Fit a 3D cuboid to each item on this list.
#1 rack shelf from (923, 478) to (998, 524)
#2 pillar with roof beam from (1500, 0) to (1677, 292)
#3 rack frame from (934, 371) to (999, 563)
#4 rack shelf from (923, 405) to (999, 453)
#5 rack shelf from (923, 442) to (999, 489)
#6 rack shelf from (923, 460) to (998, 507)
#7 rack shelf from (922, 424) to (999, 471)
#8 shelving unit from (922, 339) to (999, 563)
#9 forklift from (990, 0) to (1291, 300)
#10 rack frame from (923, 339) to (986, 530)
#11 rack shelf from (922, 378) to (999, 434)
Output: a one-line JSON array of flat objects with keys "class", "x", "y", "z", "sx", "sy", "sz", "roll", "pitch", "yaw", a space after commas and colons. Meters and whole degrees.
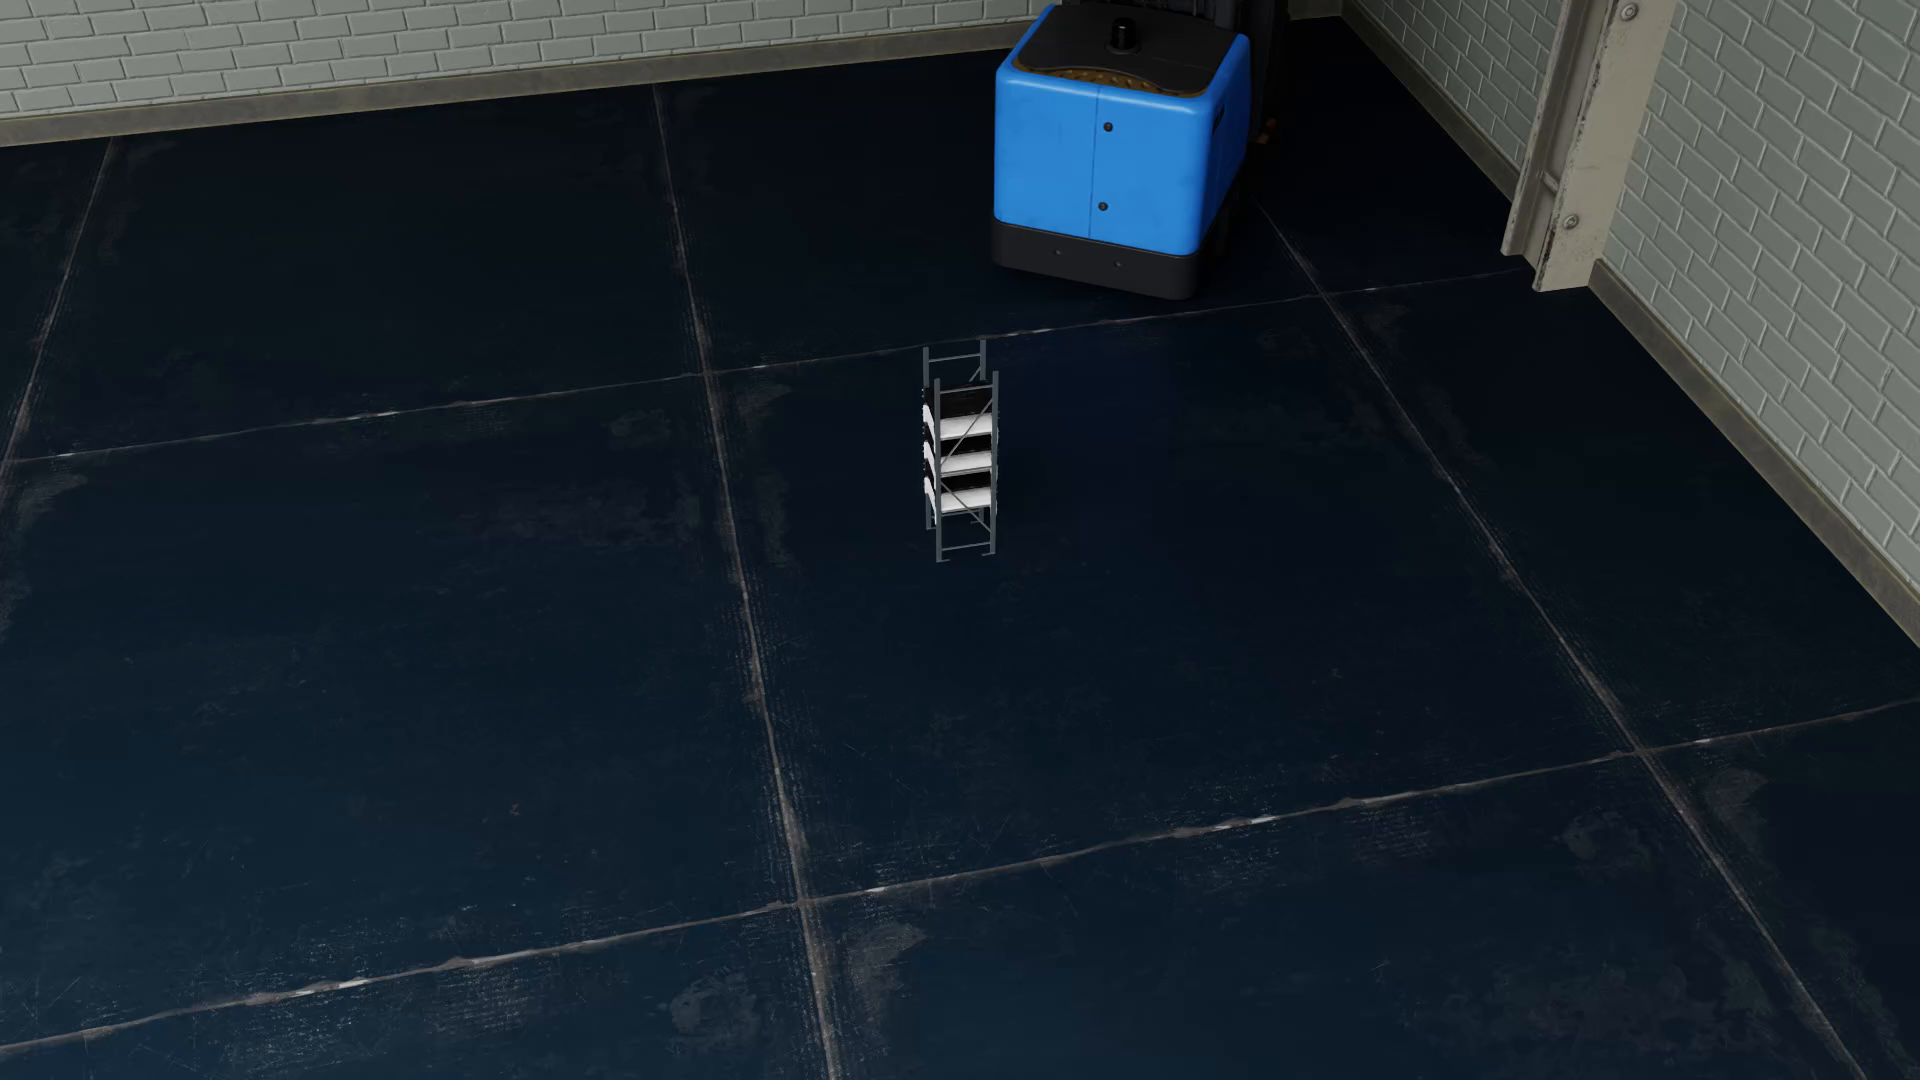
[{"class": "rack shelf", "x": 0.002, "y": -0.172, "z": 6.587, "sx": 0.258, "sy": 0.077, "sz": 0.200, "roll": -8, "pitch": 42, "yaw": -9}, {"class": "pillar with roof beam", "x": -1.284, "y": -4.108, "z": 4.600, "sx": 9.100, "sy": 9.000, "sz": 0.400, "roll": -8, "pitch": 42, "yaw": -9}, {"class": "rack frame", "x": 0.024, "y": -0.265, "z": 6.371, "sx": 0.240, "sy": 0.900, "sz": 0.006, "roll": -8, "pitch": 42, "yaw": -9}, {"class": "rack shelf", "x": 0.002, "y": -0.441, "z": 6.348, "sx": 0.258, "sy": 0.077, "sz": 0.200, "roll": -8, "pitch": 42, "yaw": -9}, {"class": "rack shelf", "x": 0.002, "y": -0.306, "z": 6.467, "sx": 0.258, "sy": 0.077, "sz": 0.200, "roll": -8, "pitch": 42, "yaw": -9}, {"class": "rack shelf", "x": 0.002, "y": -0.239, "z": 6.527, "sx": 0.258, "sy": 0.077, "sz": 0.200, "roll": -8, "pitch": 42, "yaw": -9}, {"class": "rack shelf", "x": 0.002, "y": -0.374, "z": 6.408, "sx": 0.258, "sy": 0.077, "sz": 0.200, "roll": -8, "pitch": 42, "yaw": -9}, {"class": "shelving unit", "x": 0.002, "y": -0.331, "z": 6.445, "sx": 0.258, "sy": 0.900, "sz": 0.210, "roll": -8, "pitch": 42, "yaw": -9}, {"class": "forklift", "x": 1.135, "y": -3.228, "z": 8.178, "sx": 1.130, "sy": 2.935, "sz": 3.031, "roll": 14, "pitch": 43, "yaw": 15}, {"class": "rack frame", "x": -0.020, "y": -0.397, "z": 6.520, "sx": 0.240, "sy": 0.900, "sz": 0.006, "roll": -8, "pitch": 42, "yaw": -9}, {"class": "rack shelf", "x": 0.002, "y": -0.508, "z": 6.288, "sx": 0.258, "sy": 0.077, "sz": 0.200, "roll": -8, "pitch": 42, "yaw": -9}]
